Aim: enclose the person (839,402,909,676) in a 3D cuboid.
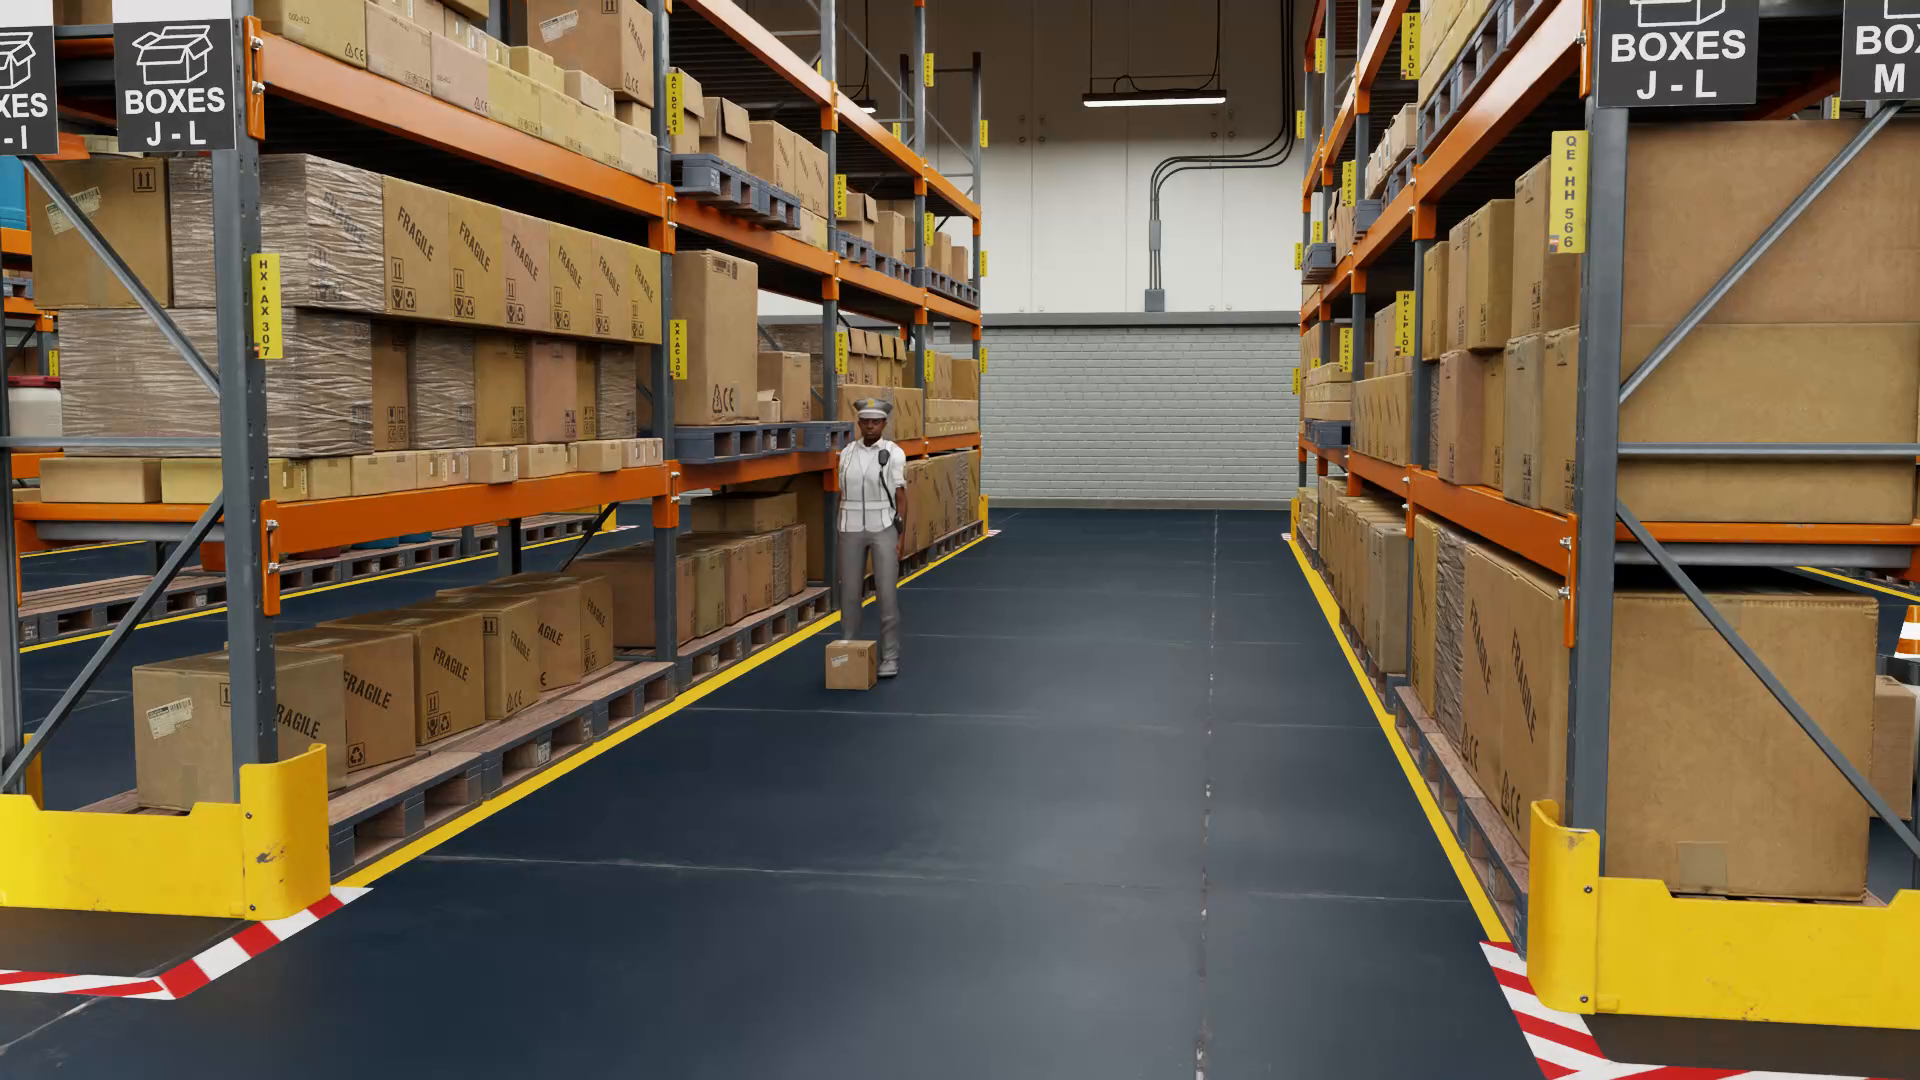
[{"bbox_3d":[-0.527,-0.005,10.080,0.435,1.659,0.310,1,5,10],"label":"person"}]
